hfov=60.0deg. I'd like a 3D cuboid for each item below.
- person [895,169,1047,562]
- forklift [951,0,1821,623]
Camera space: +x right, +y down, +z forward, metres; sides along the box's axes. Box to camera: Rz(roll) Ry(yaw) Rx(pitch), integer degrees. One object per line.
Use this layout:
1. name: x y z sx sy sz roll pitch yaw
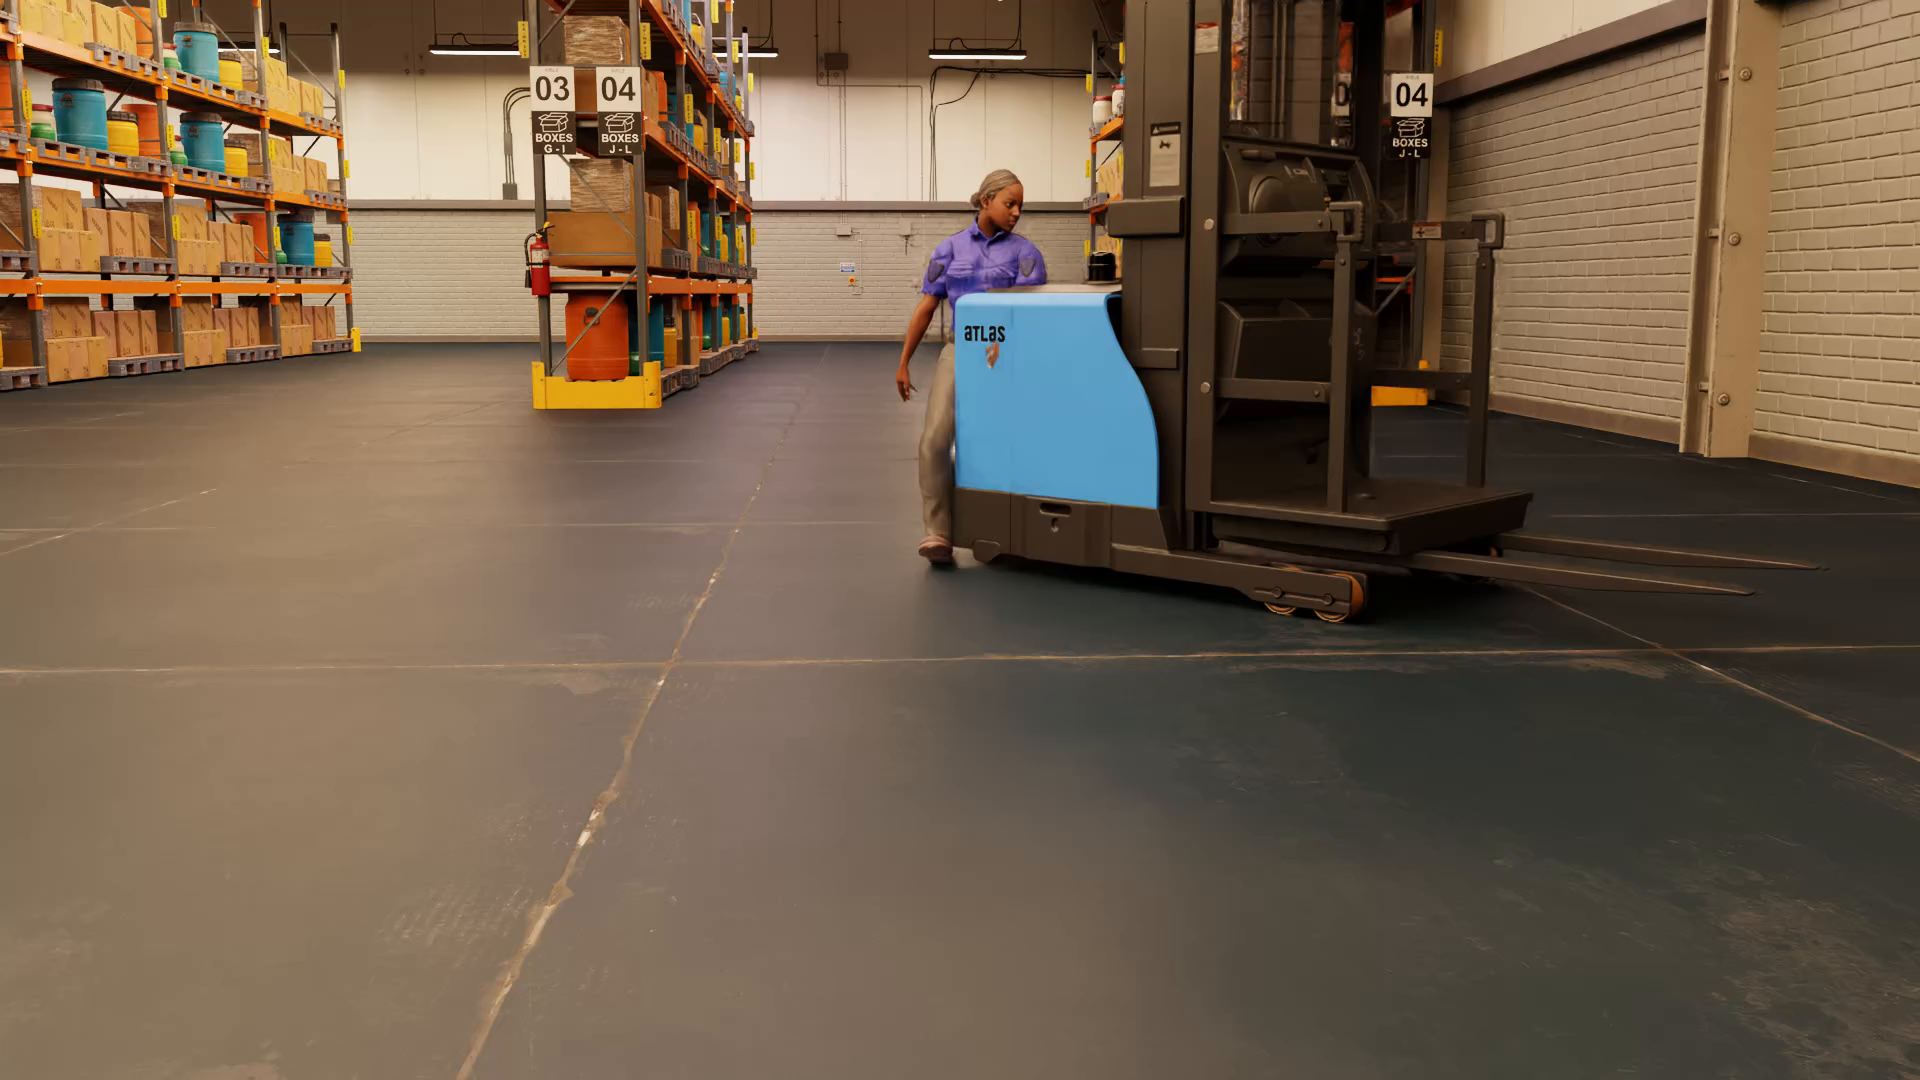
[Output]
1. person: 0.043 -0.706 6.762 0.615 1.577 0.814 0 8 -1
2. forklift: 1.383 -1.263 5.839 3.031 2.935 1.130 8 11 43
